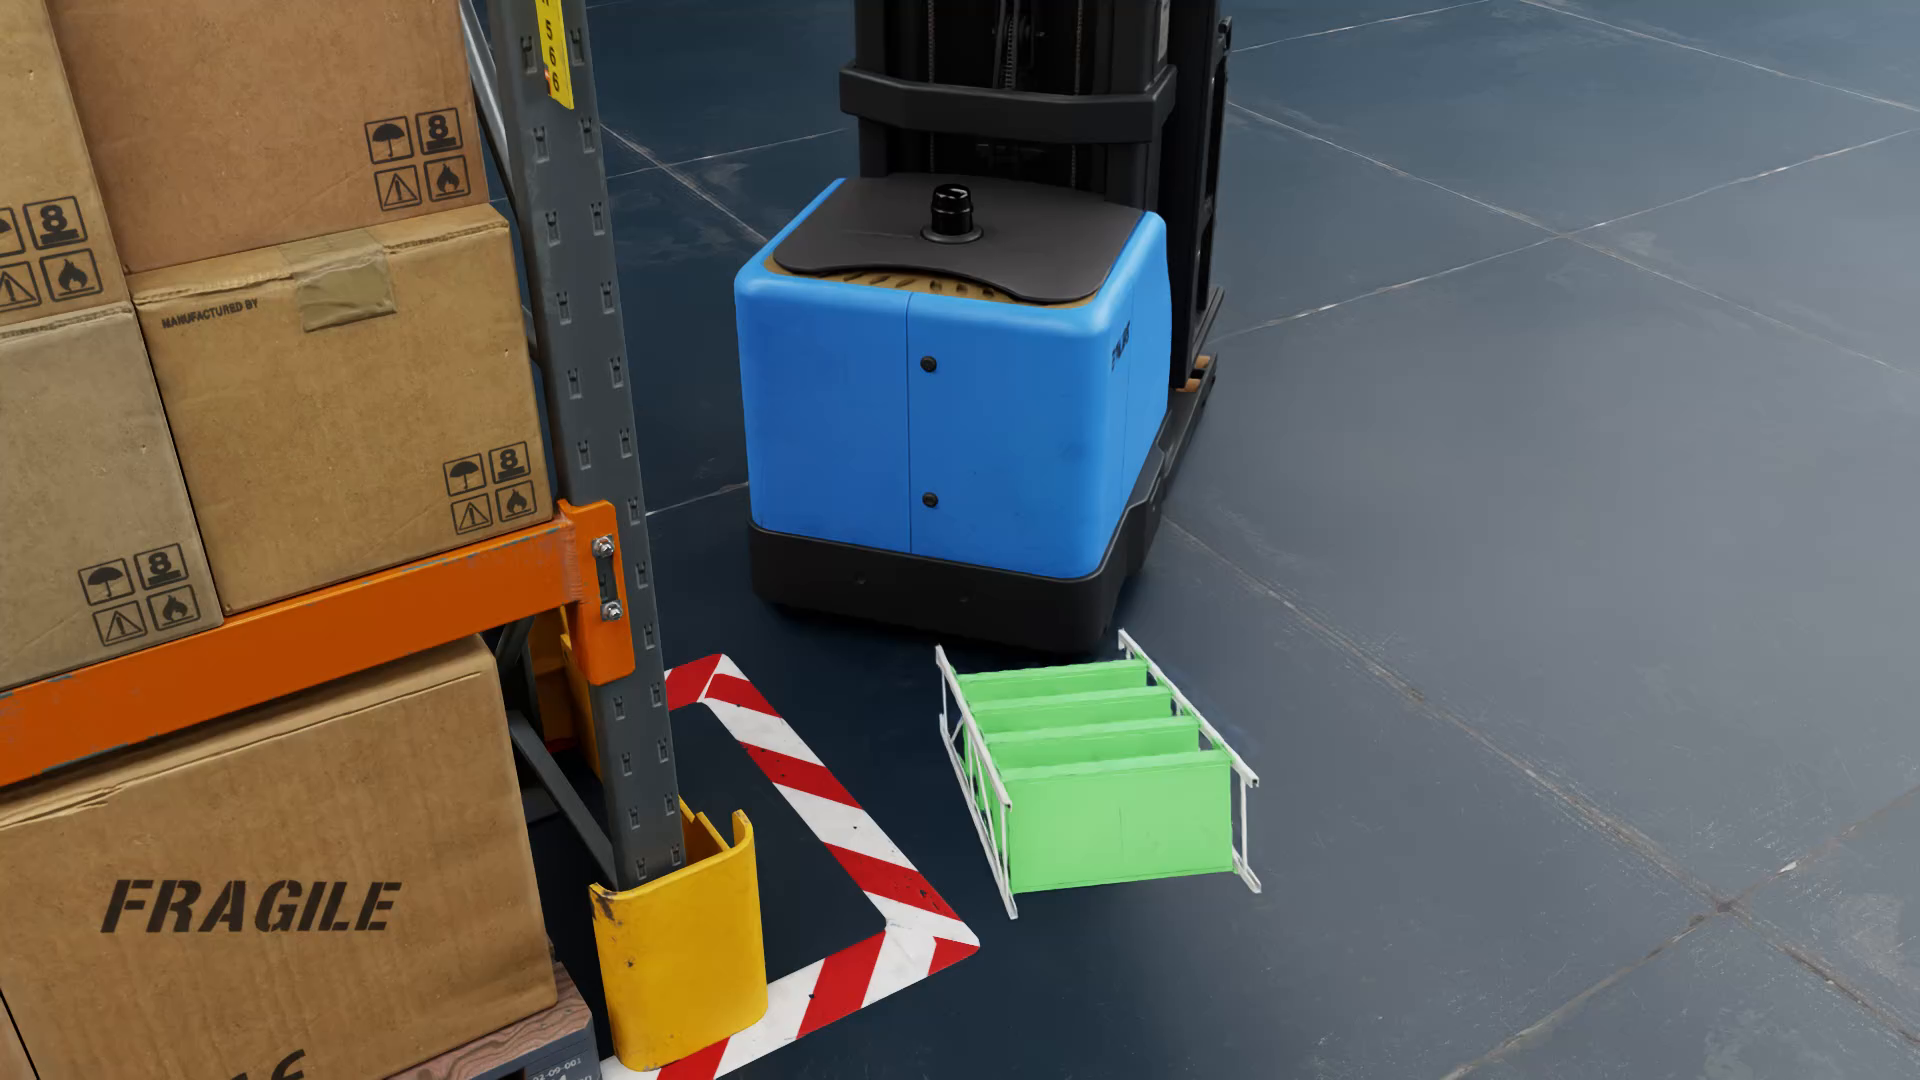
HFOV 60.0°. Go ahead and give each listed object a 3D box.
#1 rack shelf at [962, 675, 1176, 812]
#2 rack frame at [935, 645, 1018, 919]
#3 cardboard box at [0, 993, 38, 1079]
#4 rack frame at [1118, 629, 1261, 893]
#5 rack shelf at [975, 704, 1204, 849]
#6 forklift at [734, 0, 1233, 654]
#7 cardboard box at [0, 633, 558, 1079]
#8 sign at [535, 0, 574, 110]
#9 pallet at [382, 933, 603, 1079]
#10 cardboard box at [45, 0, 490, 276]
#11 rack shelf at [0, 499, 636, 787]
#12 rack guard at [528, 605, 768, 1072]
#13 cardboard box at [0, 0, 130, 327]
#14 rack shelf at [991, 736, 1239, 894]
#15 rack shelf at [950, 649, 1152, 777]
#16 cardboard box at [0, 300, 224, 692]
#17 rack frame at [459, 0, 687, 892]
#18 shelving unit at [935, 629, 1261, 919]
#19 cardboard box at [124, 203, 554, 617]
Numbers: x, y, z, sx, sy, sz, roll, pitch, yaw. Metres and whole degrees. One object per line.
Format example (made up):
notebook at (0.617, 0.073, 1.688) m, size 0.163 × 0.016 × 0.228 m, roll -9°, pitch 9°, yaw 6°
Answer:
rack shelf at (0.257, 0.475, 3.885) m, size 0.480 × 0.258 × 0.148 m, roll -5°, pitch 11°, yaw -6°
rack frame at (0.024, 0.506, 3.796) m, size 0.015 × 0.240 × 1.200 m, roll -5°, pitch 11°, yaw -6°
cardboard box at (-2.148, 0.756, 2.837) m, size 0.875 × 0.875 × 0.875 m, roll -20°, pitch 37°, yaw -28°
rack frame at (0.507, 0.467, 3.850) m, size 0.015 × 0.240 × 1.200 m, roll -5°, pitch 11°, yaw -6°
rack shelf at (0.287, 0.520, 3.651) m, size 0.480 × 0.258 × 0.148 m, roll -5°, pitch 11°, yaw -6°
forklift at (0.307, -1.703, 5.202) m, size 1.130 × 2.935 × 3.031 m, roll 9°, pitch 33°, yaw 14°
cardboard box at (-1.410, 0.501, 3.242) m, size 0.875 × 0.875 × 0.875 m, roll -19°, pitch 37°, yaw -27°
sign at (-0.593, -0.788, 2.381) m, size 0.005 × 0.325 × 0.100 m, roll -19°, pitch 37°, yaw -27°
pallet at (-1.505, 1.000, 3.467) m, size 1.213 × 0.211 × 1.003 m, roll -19°, pitch 37°, yaw -27°
cardboard box at (-1.209, -0.876, 2.674) m, size 0.550 × 0.550 × 0.875 m, roll -19°, pitch 37°, yaw -27°
rack shelf at (-2.557, 0.437, 2.420) m, size 4.000 × 0.370 × 1.077 m, roll -19°, pitch 37°, yaw -27°
rack guard at (-0.856, 0.605, 3.823) m, size 0.348 × 0.500 × 1.175 m, roll -19°, pitch 37°, yaw -27°
cardboard box at (-1.621, -0.675, 2.357) m, size 0.550 × 0.550 × 0.875 m, roll -19°, pitch 37°, yaw -27°
rack shelf at (0.317, 0.566, 3.417) m, size 0.480 × 0.258 × 0.148 m, roll -5°, pitch 11°, yaw -6°
rack shelf at (0.228, 0.429, 4.119) m, size 0.480 × 0.258 × 0.148 m, roll -5°, pitch 11°, yaw -6°
cardboard box at (-1.614, -0.213, 2.635) m, size 0.550 × 0.550 × 0.875 m, roll -19°, pitch 37°, yaw -27°
rack frame at (-0.876, -0.446, 3.145) m, size 0.127 × 3.000 × 1.000 m, roll -19°, pitch 37°, yaw -27°
shelving unit at (0.265, 0.487, 3.823) m, size 0.503 × 0.258 × 1.200 m, roll -5°, pitch 11°, yaw -6°
cardboard box at (-1.163, -0.381, 2.902) m, size 0.550 × 0.550 × 0.875 m, roll -19°, pitch 37°, yaw -27°
